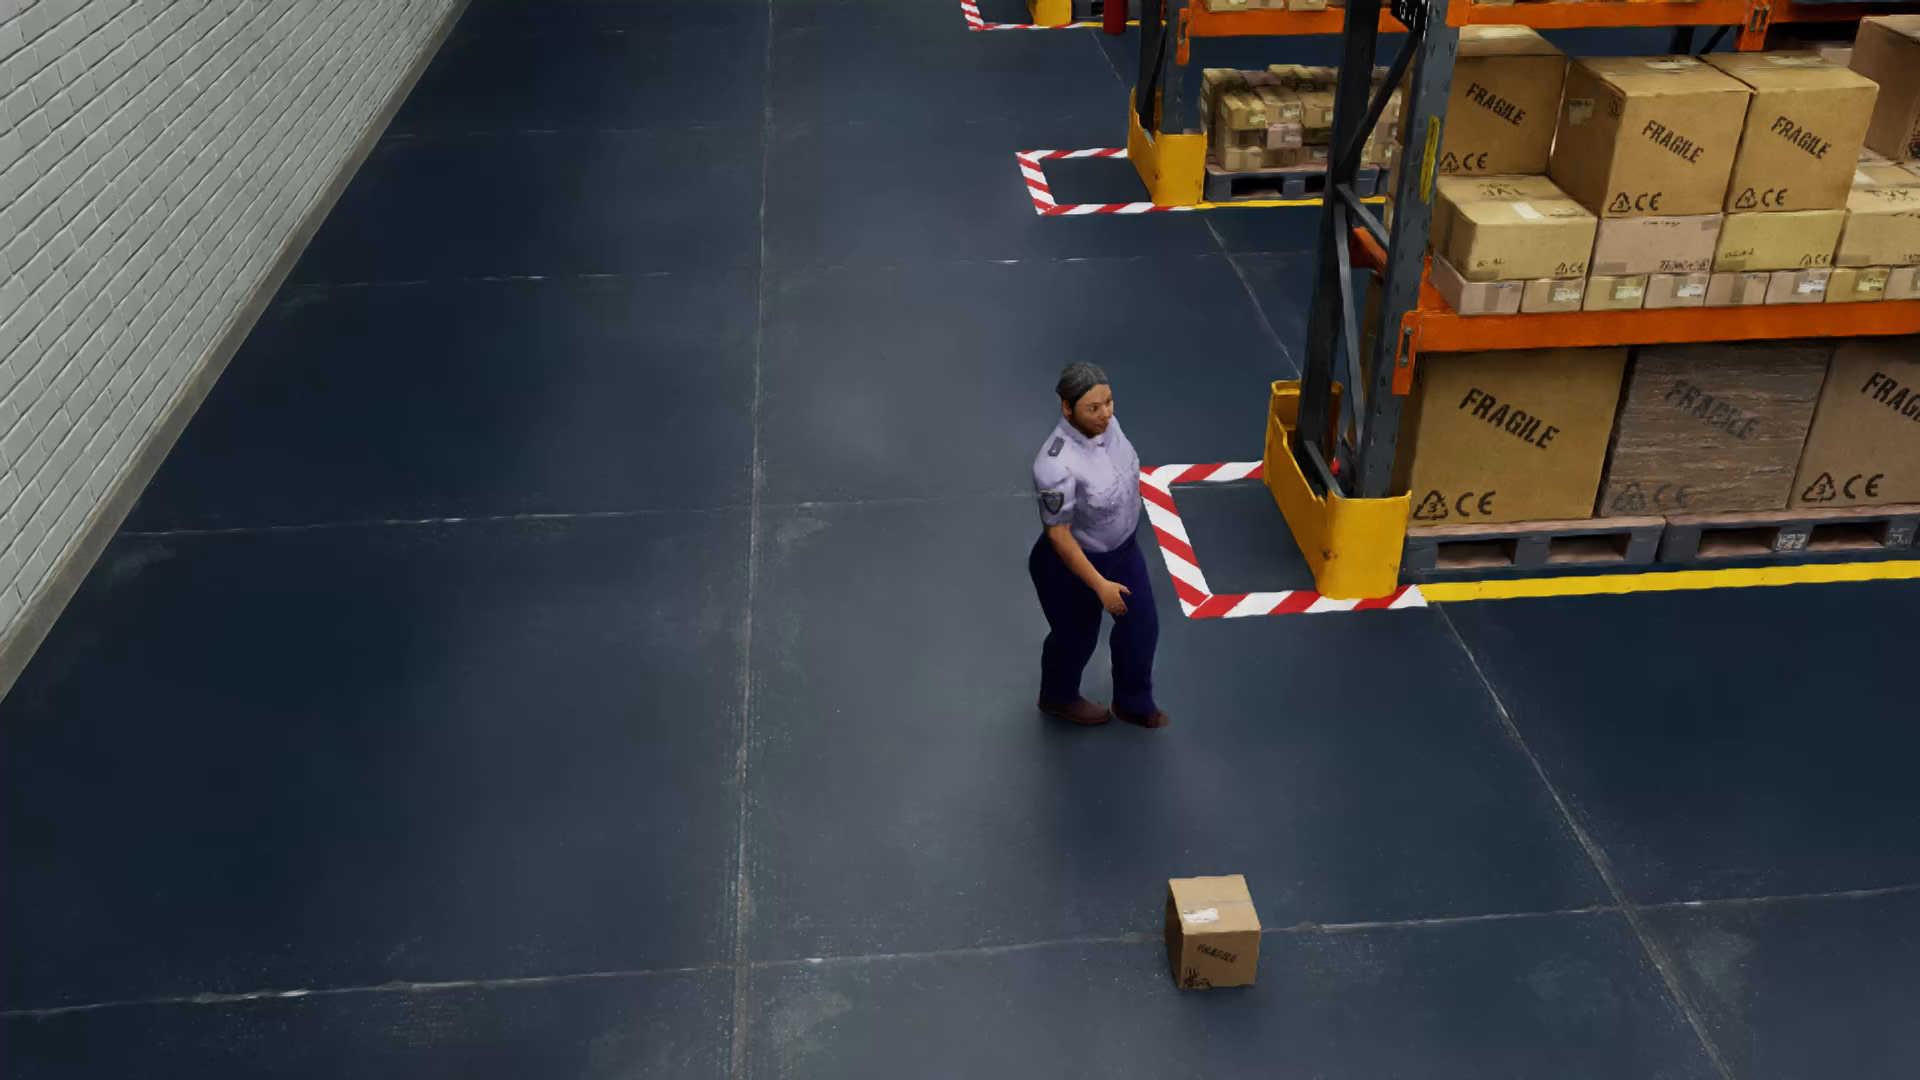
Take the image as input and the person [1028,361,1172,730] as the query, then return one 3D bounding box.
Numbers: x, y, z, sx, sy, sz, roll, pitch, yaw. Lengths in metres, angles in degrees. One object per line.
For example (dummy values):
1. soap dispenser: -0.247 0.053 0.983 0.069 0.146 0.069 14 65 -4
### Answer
1. person: 0.506 0.099 6.084 0.530 1.687 0.621 20 37 30
